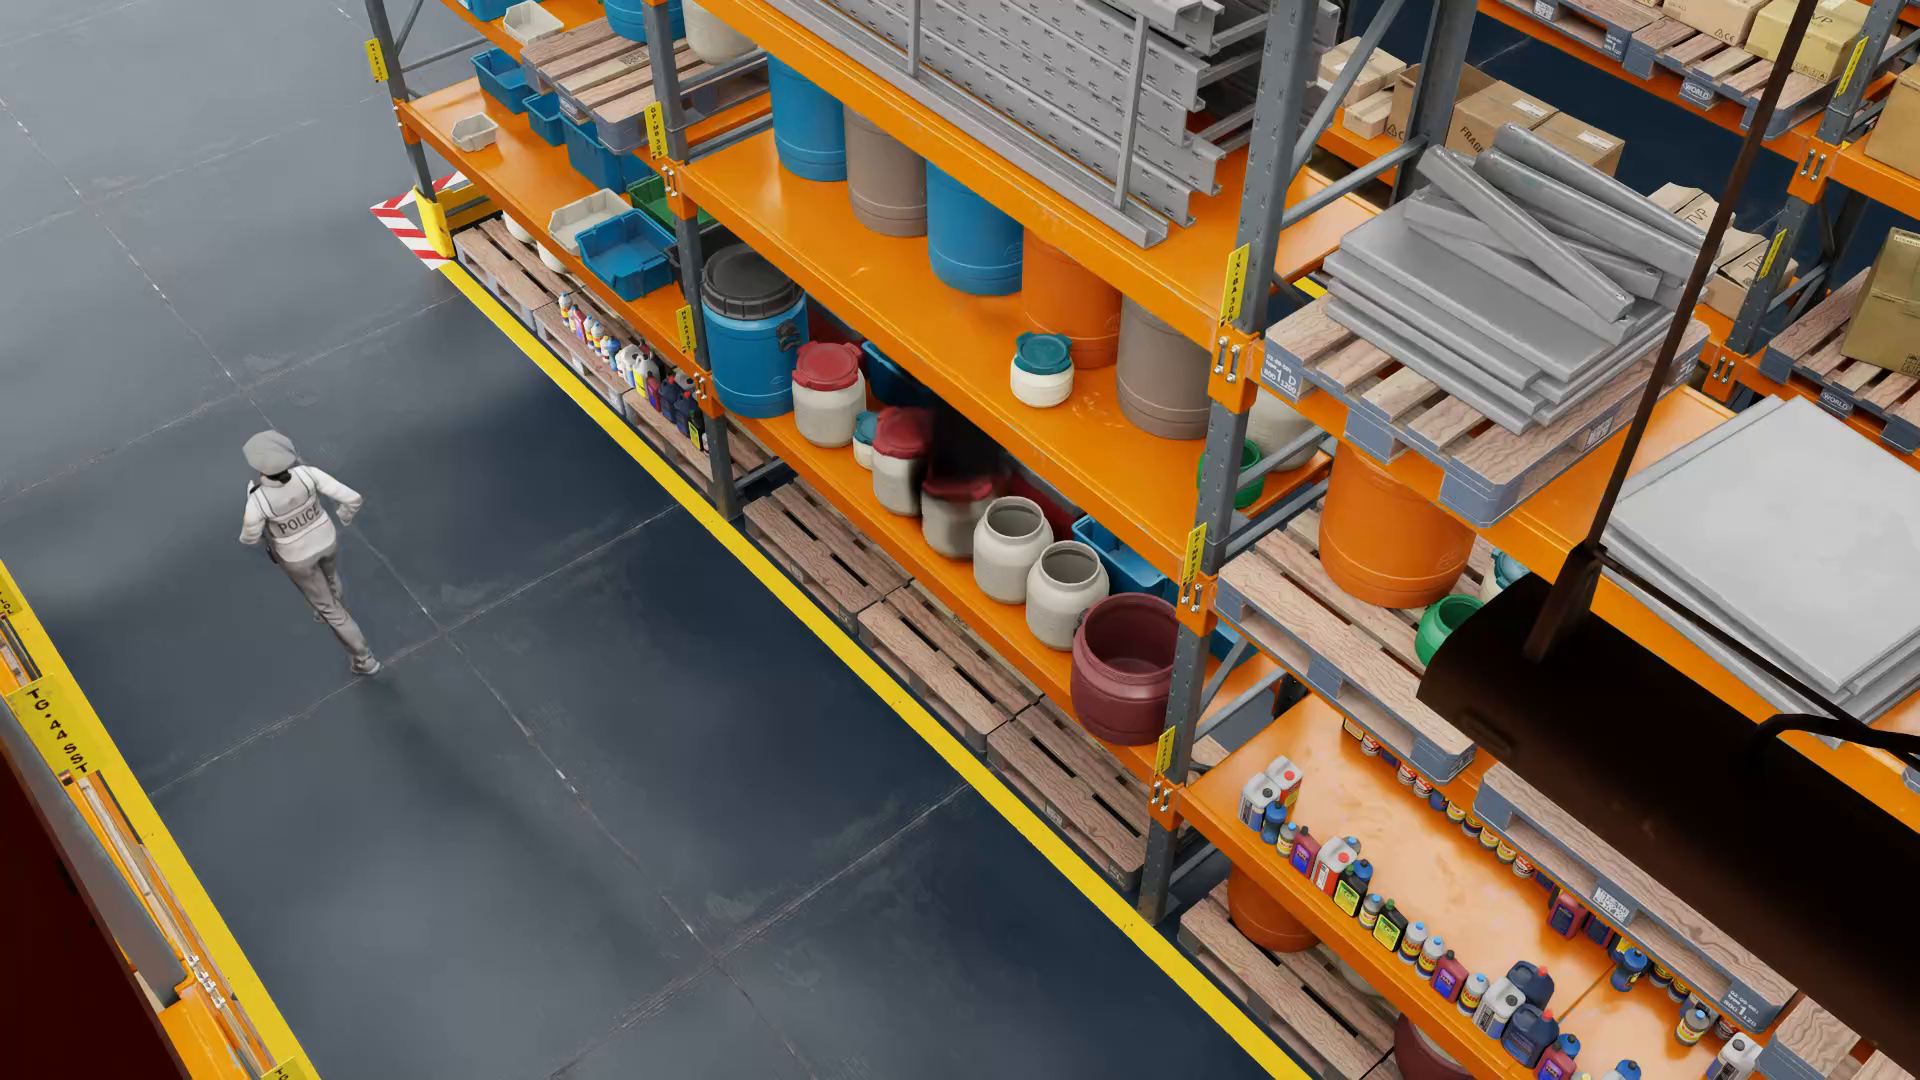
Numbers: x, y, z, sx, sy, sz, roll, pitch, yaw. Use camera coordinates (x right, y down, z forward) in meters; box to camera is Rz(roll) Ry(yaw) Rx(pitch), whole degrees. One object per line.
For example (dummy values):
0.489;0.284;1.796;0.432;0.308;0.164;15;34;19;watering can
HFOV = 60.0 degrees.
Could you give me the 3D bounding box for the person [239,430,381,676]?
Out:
-3.658;0.063;9.333;0.795;1.741;0.593;29;53;25;person
